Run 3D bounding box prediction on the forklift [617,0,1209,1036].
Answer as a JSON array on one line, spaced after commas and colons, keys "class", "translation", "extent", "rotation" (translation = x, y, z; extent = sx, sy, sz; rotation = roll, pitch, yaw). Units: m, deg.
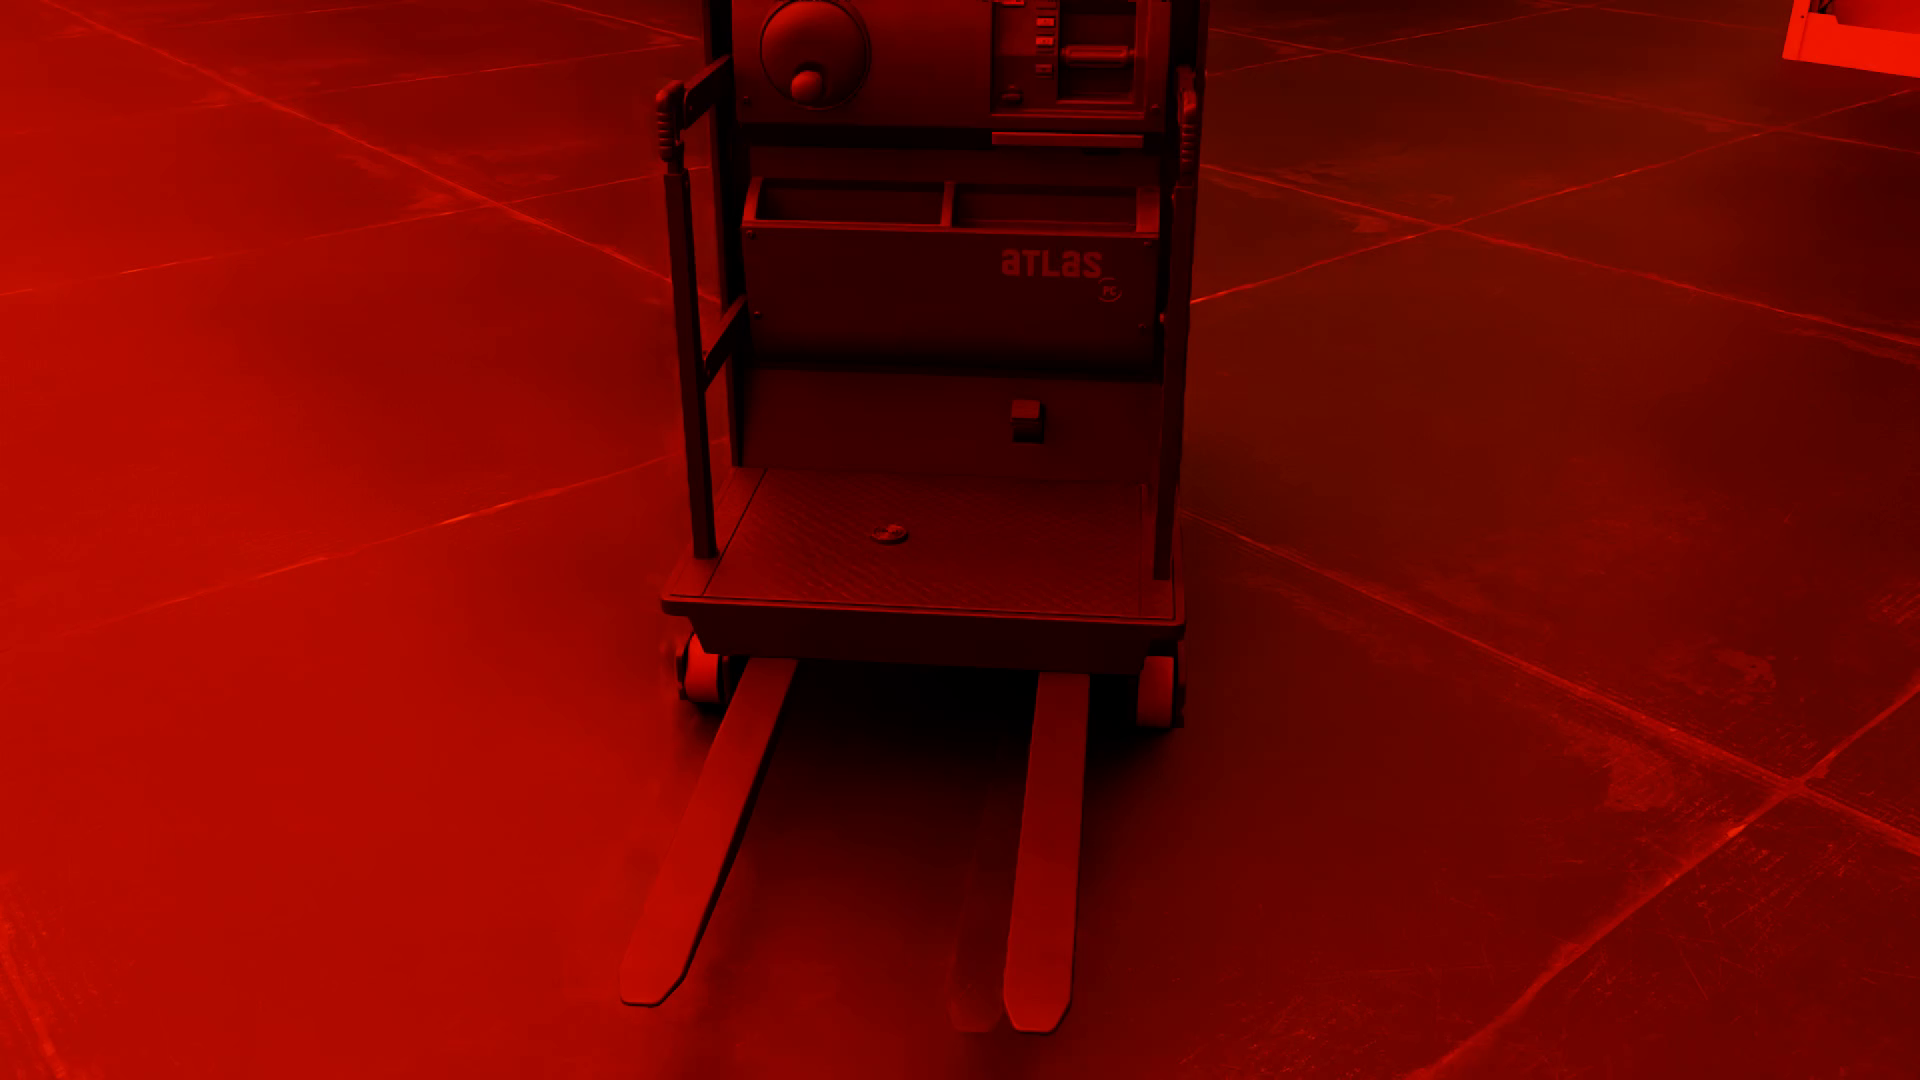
[{"class": "forklift", "translation": [-0.039, -1.055, 3.330], "extent": [1.130, 2.935, 3.031], "rotation": [3, 26, 5]}]
